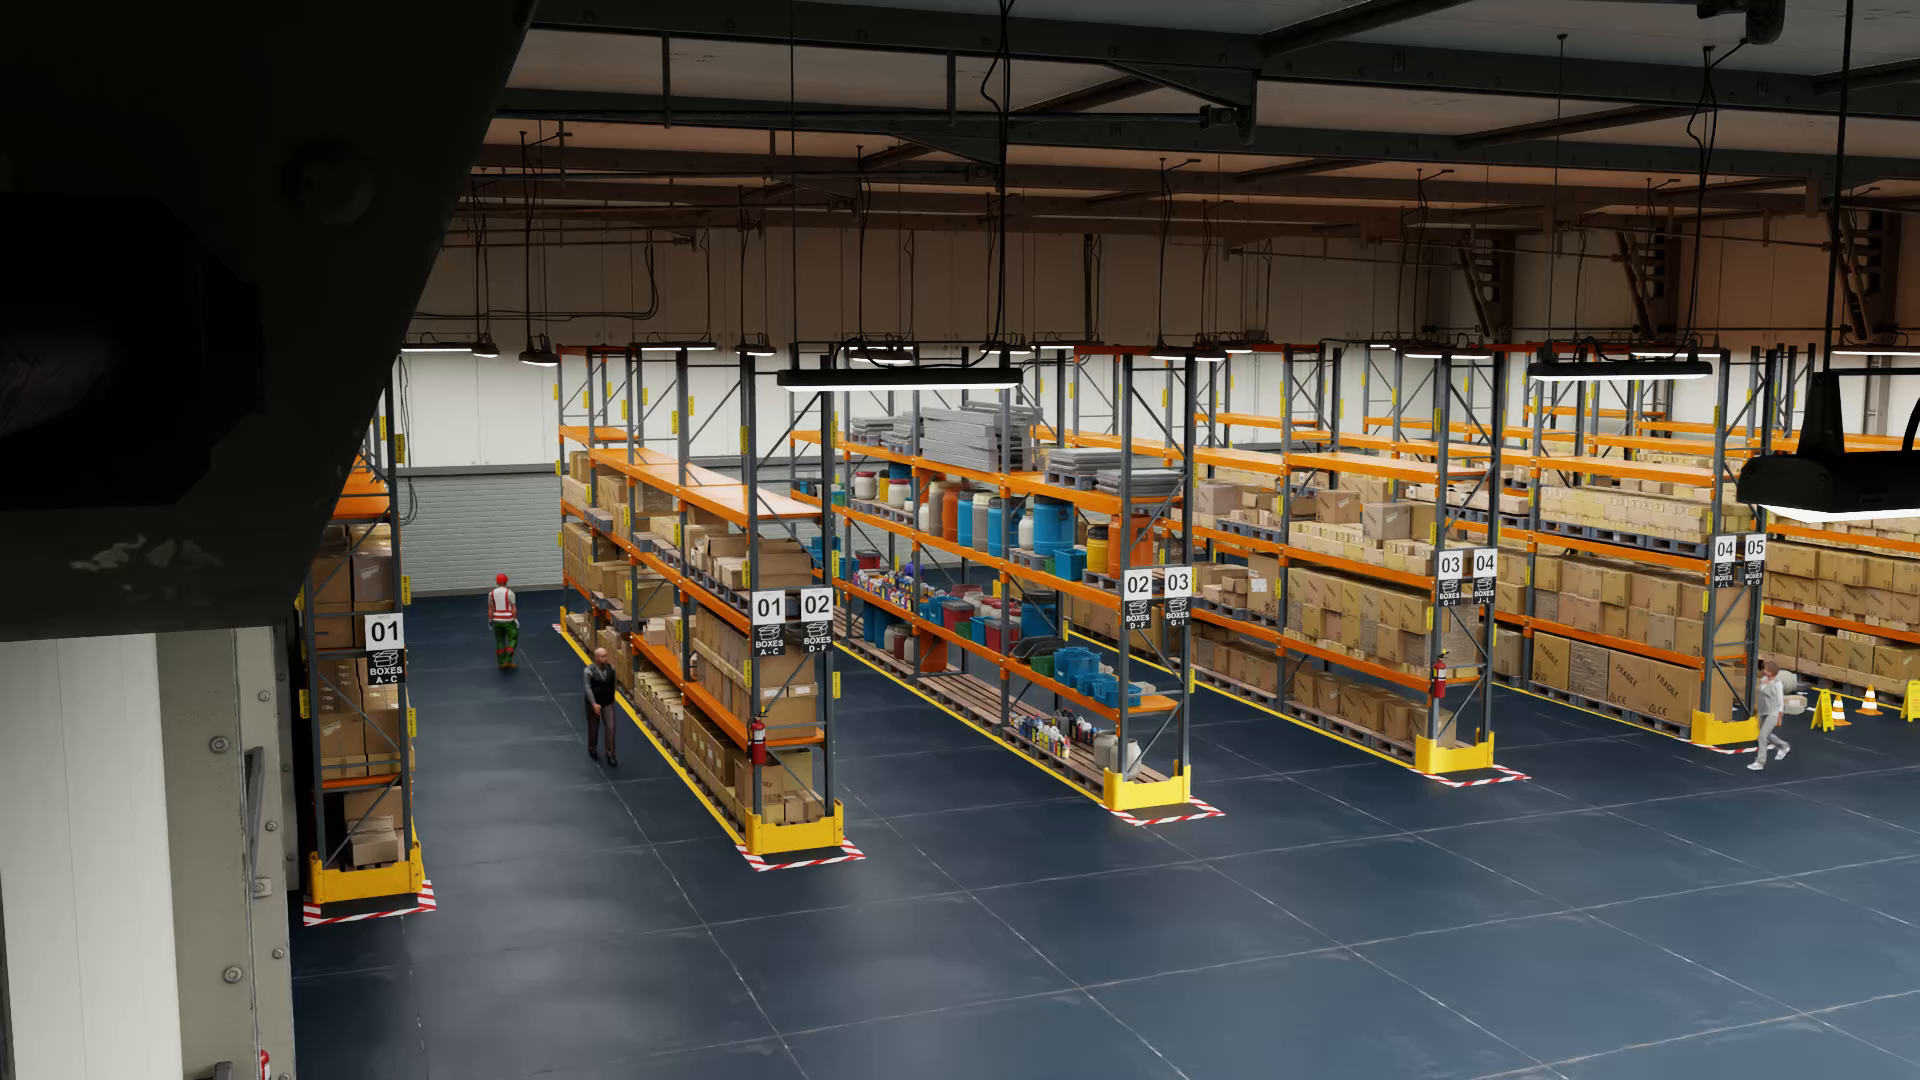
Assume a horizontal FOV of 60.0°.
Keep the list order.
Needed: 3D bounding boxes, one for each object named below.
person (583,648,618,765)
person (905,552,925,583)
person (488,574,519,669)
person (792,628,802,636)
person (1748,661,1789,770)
[{"bbox_3d":[-5.237,2.404,24.346,0.524,1.666,0.967,-4,8,-30],"label":"person"},{"bbox_3d":[-0.973,1.017,35.464,0.472,1.594,1.045,-3,8,-22],"label":"person"},{"bbox_3d":[-8.514,1.521,30.982,0.595,1.790,0.515,1,7,9],"label":"person"},{"bbox_3d":[-3.014,1.447,31.768,0.406,1.830,0.577,3,8,23],"label":"person"},{"bbox_3d":[11.702,2.508,23.947,0.847,1.560,0.416,-2,8,-18],"label":"person"}]
